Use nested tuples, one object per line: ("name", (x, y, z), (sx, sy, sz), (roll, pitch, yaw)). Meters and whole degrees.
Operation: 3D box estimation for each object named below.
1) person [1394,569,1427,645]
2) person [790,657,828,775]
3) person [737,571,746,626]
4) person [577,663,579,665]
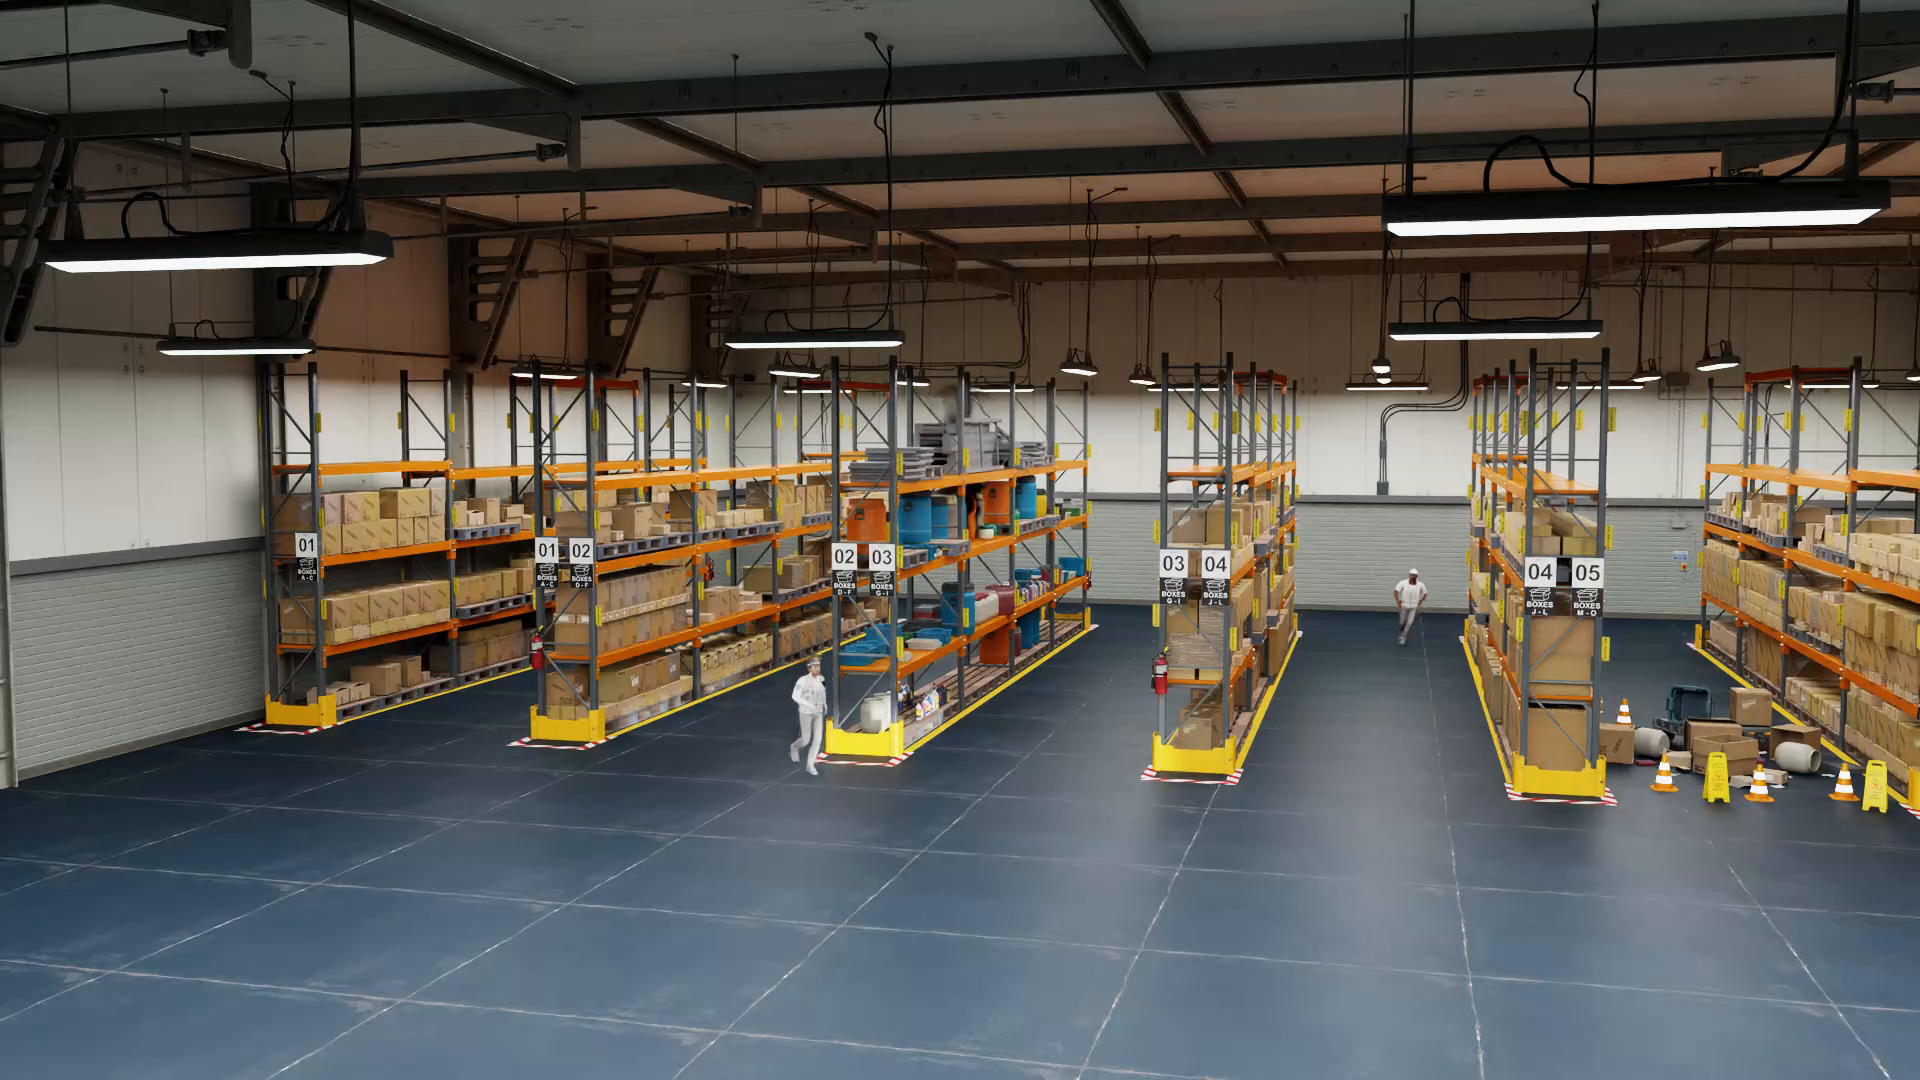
("person", (10.193, 1.502, 37.626), (0.730, 1.715, 0.579), (1, 4, 13))
("person", (-2.164, 2.504, 23.982), (0.660, 1.658, 0.697), (-3, 5, -39))
("person", (-4.912, 1.509, 38.353), (0.602, 1.613, 0.662), (1, 4, 16))
("person", (-6.712, 2.033, 29.920), (0.695, 1.779, 1.020), (1, 4, 15))
